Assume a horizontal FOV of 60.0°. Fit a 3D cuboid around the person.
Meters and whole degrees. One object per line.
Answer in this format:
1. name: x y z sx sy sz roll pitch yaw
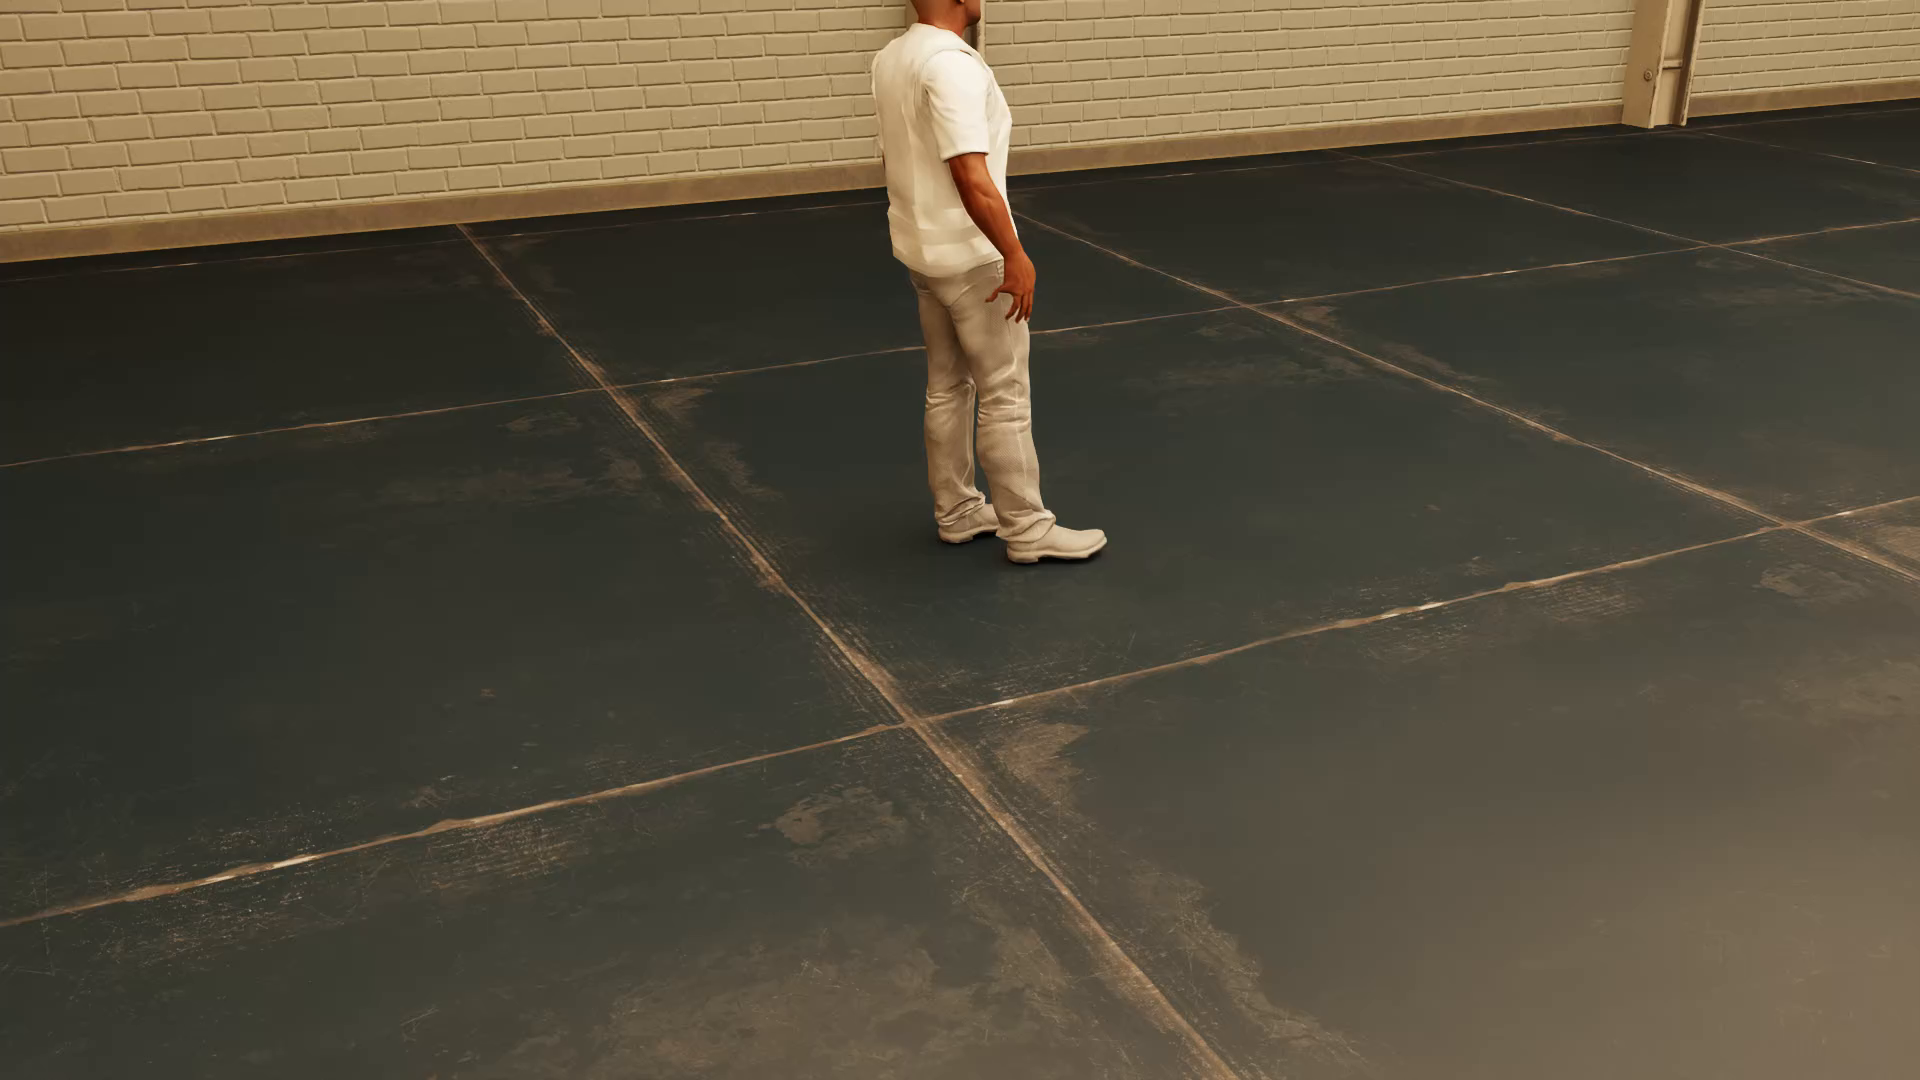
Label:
1. person: 0.066 -0.832 4.788 0.575 1.768 0.665 -10 25 -23
